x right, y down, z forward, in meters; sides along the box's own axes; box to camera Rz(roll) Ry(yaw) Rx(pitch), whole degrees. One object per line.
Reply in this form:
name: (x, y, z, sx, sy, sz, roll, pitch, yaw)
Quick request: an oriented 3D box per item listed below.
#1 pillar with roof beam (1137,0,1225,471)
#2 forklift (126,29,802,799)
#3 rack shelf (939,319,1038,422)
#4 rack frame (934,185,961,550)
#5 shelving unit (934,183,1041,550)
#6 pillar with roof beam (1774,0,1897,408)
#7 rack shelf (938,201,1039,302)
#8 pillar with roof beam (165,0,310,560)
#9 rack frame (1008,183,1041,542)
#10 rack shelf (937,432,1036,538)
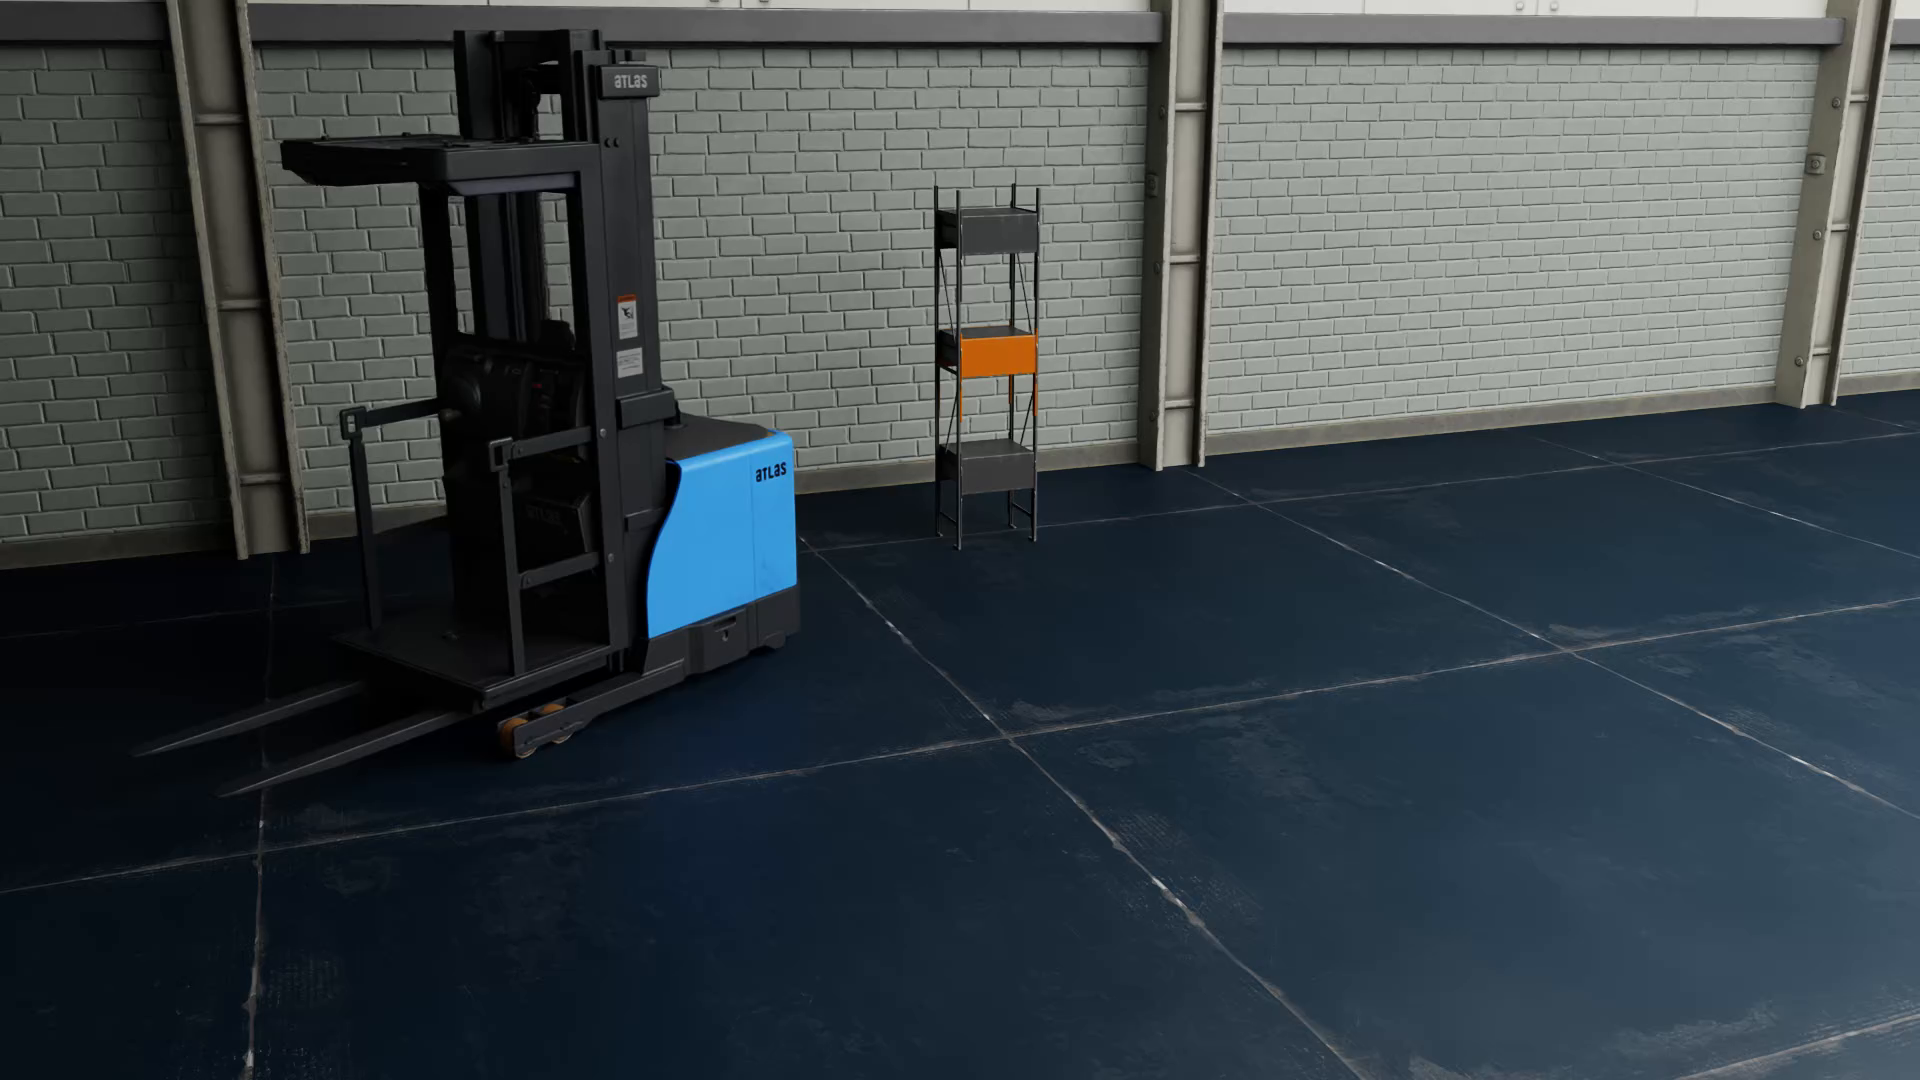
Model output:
pillar with roof beam: (3.054, -3.734, 6.844, 0.400, 9.000, 9.100, -6, 17, -20)
forklift: (-2.079, -0.646, 7.097, 1.130, 2.935, 3.031, 12, 20, 35)
rack shelf: (0.155, -1.011, 9.863, 0.480, 0.518, 0.431, -6, 17, -20)
rack frame: (-0.073, -1.000, 9.775, 0.015, 2.100, 0.400, -6, 17, -20)
shelving unit: (0.155, -1.024, 9.859, 0.503, 2.100, 0.431, -6, 17, -20)
pillar with roof beam: (8.657, -4.339, 8.904, 0.400, 9.000, 9.100, -6, 17, -20)
rack shelf: (0.155, -1.683, 9.666, 0.480, 0.518, 0.431, -6, 17, -20)
pillar with roof beam: (-2.549, -3.130, 4.784, 0.400, 9.000, 9.100, -6, 17, -20)
rack frame: (0.382, -1.049, 9.943, 0.015, 2.100, 0.400, -6, 17, -20)
rack shelf: (0.155, -0.339, 10.060, 0.480, 0.518, 0.431, -6, 17, -20)
